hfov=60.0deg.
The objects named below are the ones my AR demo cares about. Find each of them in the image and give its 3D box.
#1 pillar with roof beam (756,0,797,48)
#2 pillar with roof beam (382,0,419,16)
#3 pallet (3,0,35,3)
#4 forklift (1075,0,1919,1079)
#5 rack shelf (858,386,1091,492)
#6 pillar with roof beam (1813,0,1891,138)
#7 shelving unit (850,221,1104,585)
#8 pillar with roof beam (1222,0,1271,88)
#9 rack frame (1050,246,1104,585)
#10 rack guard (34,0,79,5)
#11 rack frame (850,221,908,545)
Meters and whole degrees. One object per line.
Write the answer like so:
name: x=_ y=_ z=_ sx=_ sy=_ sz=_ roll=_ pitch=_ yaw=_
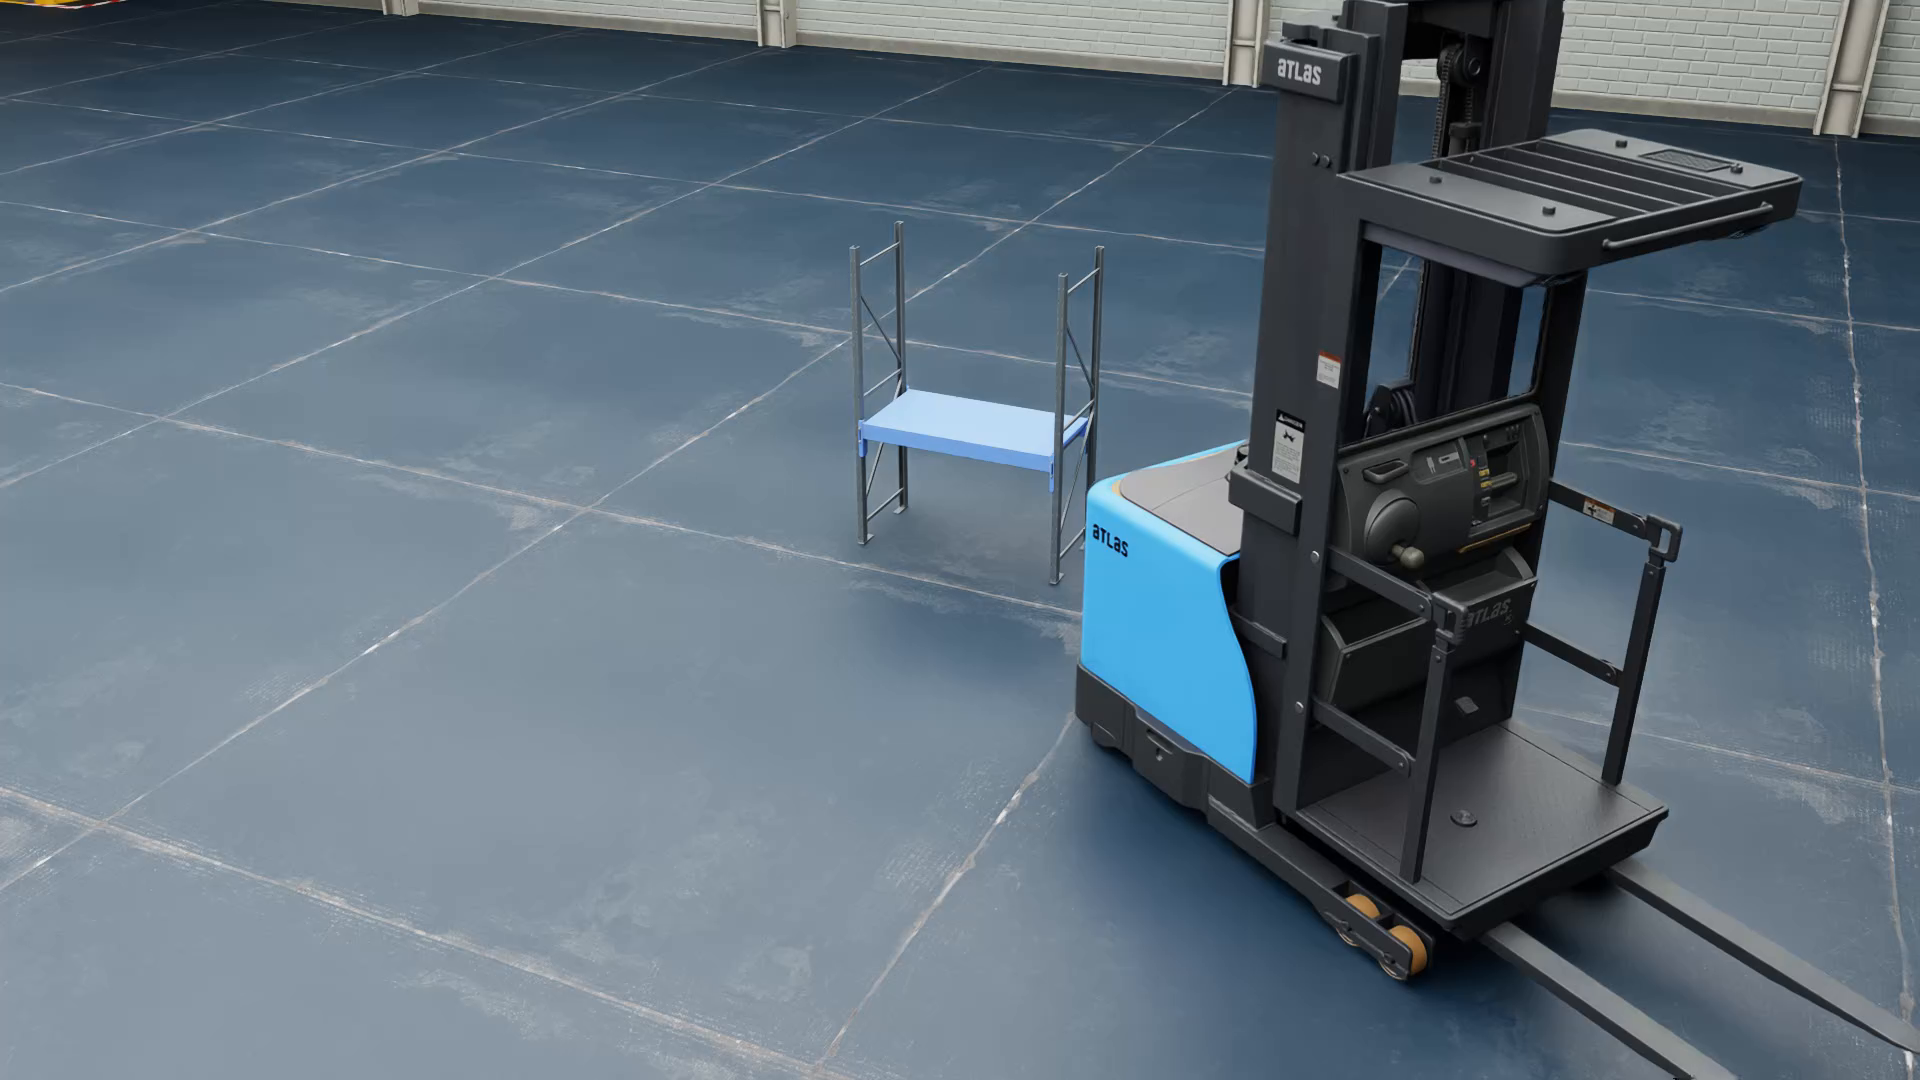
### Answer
pillar with roof beam: x=-4.069 y=-8.517 z=15.361 sx=0.400 sy=9.000 sz=9.100 roll=11 pitch=28 yaw=22
pillar with roof beam: x=-9.530 y=-9.614 z=17.590 sx=0.400 sy=9.000 sz=9.100 roll=11 pitch=28 yaw=22
pallet: x=-13.663 y=-8.133 z=24.530 sx=1.213 sy=0.211 sz=1.003 roll=11 pitch=28 yaw=22
forklift: x=1.689 y=-0.138 z=5.211 sx=1.130 sy=2.935 sz=3.031 roll=-16 pitch=30 yaw=-29
rack shelf: x=0.078 y=-0.496 z=7.967 sx=1.000 sy=0.185 sz=0.538 roll=11 pitch=28 yaw=22
pillar with roof beam: x=6.855 y=-6.323 z=10.905 sx=0.400 sy=9.000 sz=9.100 roll=11 pitch=28 yaw=22
shelving unit: x=0.078 y=-0.657 z=7.887 sx=1.048 sy=1.500 sz=0.538 roll=11 pitch=28 yaw=22
pillar with roof beam: x=1.393 y=-7.420 z=13.133 sx=0.400 sy=9.000 sz=9.100 roll=11 pitch=28 yaw=22
rack frame: x=0.540 y=-0.564 z=7.698 sx=0.032 sy=1.500 sz=0.500 roll=11 pitch=28 yaw=22
rack guard: x=-12.928 y=-8.135 z=24.207 sx=0.348 sy=0.500 sz=1.175 roll=11 pitch=28 yaw=22
rack frame: x=-0.385 y=-0.750 z=8.076 sx=0.032 sy=1.500 sz=0.500 roll=11 pitch=28 yaw=22
